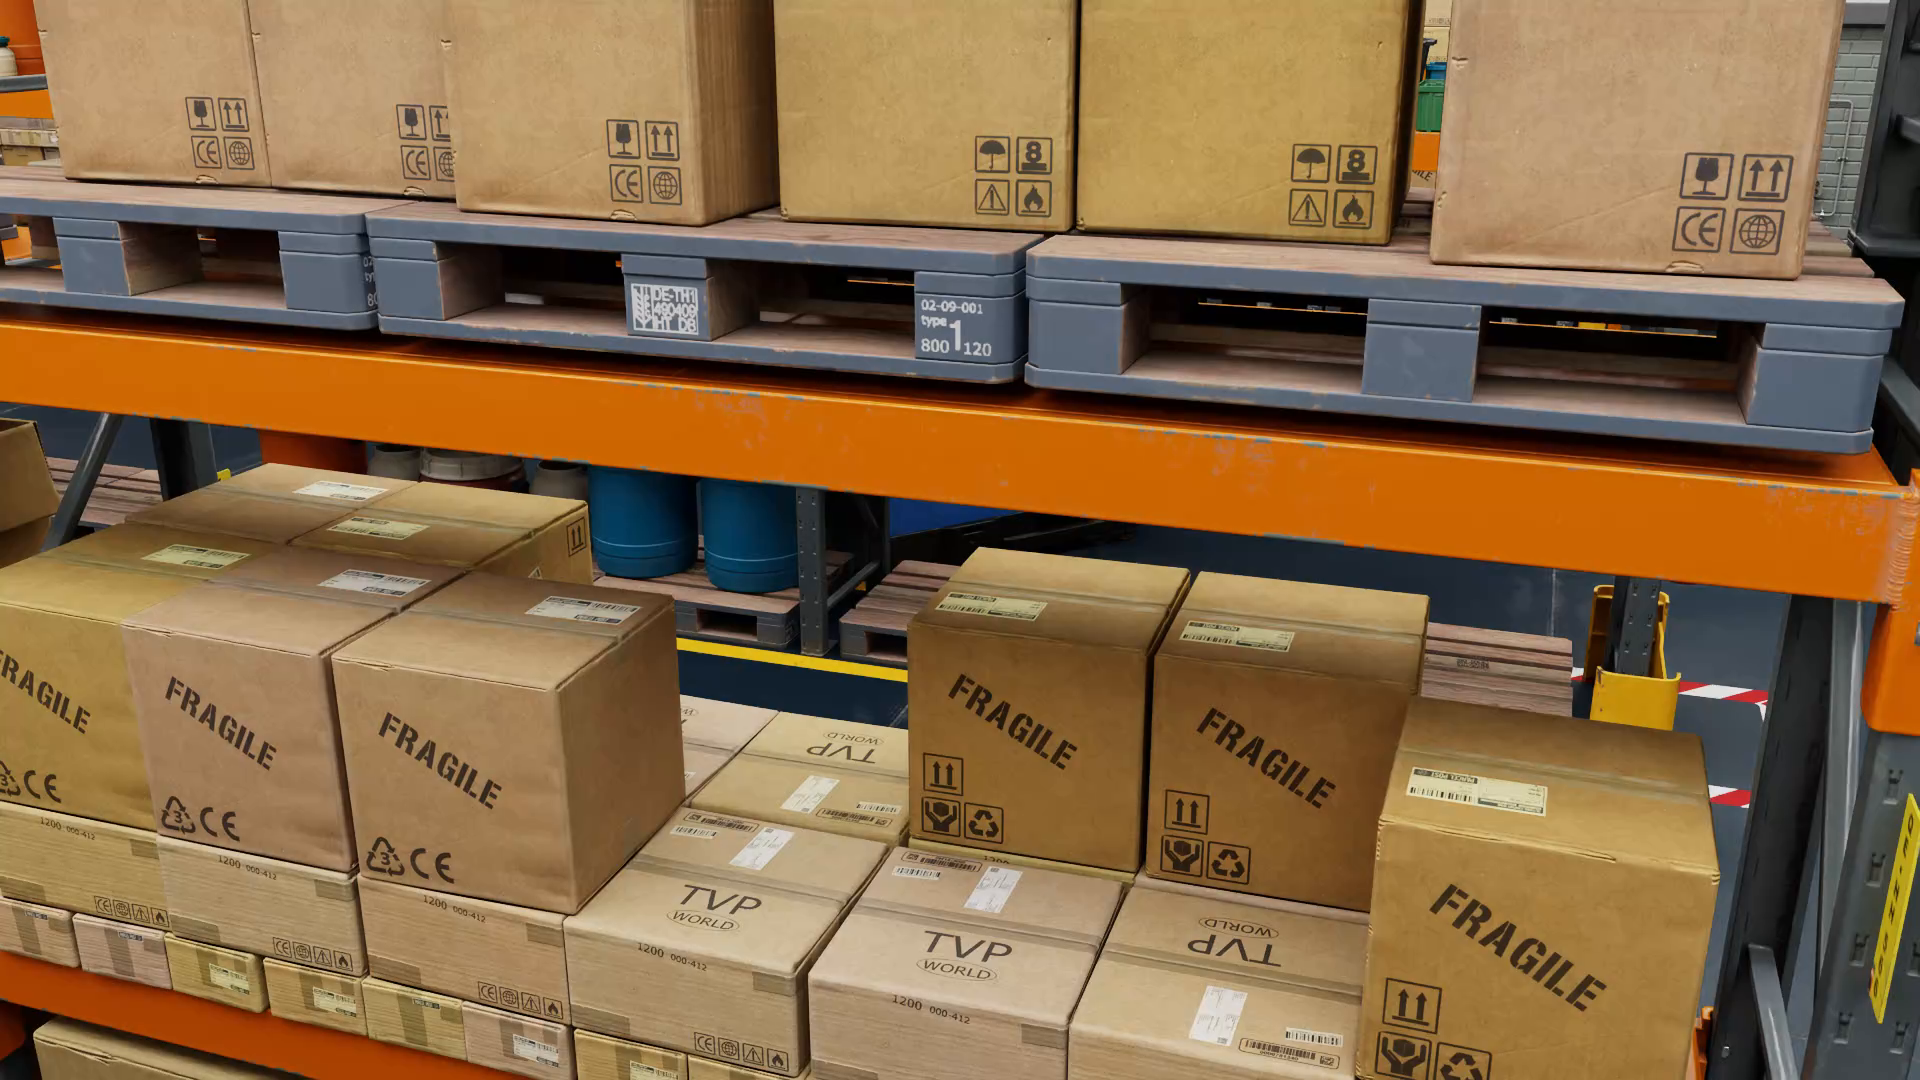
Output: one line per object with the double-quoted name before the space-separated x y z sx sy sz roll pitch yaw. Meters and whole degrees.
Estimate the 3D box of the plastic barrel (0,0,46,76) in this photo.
"plastic barrel" -5.723 -3.230 10.076 0.708 0.830 0.600 7 20 18

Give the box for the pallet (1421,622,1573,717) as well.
"pallet" 2.390 0.696 8.260 1.213 0.211 1.003 7 20 18

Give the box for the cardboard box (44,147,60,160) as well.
"cardboard box" -8.428 -3.614 16.236 0.500 0.500 0.700 7 20 20

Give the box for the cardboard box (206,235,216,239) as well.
"cardboard box" -7.360 -2.809 16.478 0.500 0.500 0.500 7 20 18

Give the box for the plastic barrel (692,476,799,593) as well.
"plastic barrel" -1.130 -0.224 9.211 0.708 0.901 0.600 7 20 18

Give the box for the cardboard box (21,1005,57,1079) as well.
"cardboard box" -2.858 1.330 4.794 0.875 0.875 1.225 7 20 18

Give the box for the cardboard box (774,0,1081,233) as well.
"cardboard box" 0.026 -0.868 3.009 0.500 0.500 0.700 5 20 14

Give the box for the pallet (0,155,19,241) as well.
"pallet" -3.130 -0.822 4.110 1.217 0.209 0.805 6 20 16

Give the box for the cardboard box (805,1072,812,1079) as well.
"cardboard box" -0.124 1.065 3.346 0.250 0.149 0.380 7 20 18

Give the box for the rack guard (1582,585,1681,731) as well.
"rack guard" 3.183 0.659 7.927 0.348 0.500 1.175 7 20 18

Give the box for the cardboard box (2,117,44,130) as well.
"cardboard box" -8.867 -4.278 16.170 0.500 0.500 0.700 7 20 18

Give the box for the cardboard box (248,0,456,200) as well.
"cardboard box" -0.982 -0.996 3.377 0.500 0.500 0.700 8 21 21

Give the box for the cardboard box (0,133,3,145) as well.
"cardboard box" -9.305 -3.949 16.211 0.250 0.149 0.380 6 20 17

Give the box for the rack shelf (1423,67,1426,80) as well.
"rack shelf" 2.896 -3.353 12.173 4.000 0.370 1.077 7 20 18

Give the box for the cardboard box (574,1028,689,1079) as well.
"cardboard box" -0.604 1.010 3.504 0.250 0.149 0.380 6 20 16

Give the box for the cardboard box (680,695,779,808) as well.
"cardboard box" -0.772 0.595 4.089 0.500 0.250 0.500 7 20 19

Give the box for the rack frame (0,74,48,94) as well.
"rack frame" -2.247 -2.245 3.345 0.127 3.000 1.000 7 20 18

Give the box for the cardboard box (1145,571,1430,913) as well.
"cardboard box" 0.694 0.406 3.490 0.500 0.500 0.500 6 20 17

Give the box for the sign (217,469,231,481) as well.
"sign" -2.067 -0.031 4.672 0.005 0.325 0.100 7 20 18

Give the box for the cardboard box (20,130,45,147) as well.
"cardboard box" -8.811 -3.894 16.052 0.250 0.149 0.380 6 20 17

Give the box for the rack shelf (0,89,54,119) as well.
"rack shelf" -6.290 -2.677 10.234 4.000 0.370 1.077 7 20 18

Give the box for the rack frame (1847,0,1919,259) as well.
"rack frame" 1.531 -1.813 2.106 0.127 3.000 1.000 7 20 18

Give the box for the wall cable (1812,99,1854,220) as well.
"wall cable" 7.928 -4.236 16.628 1.851 1.984 0.084 7 20 18

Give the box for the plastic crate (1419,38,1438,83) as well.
"plastic crate" 1.804 -2.158 7.746 0.767 0.338 0.504 7 20 18

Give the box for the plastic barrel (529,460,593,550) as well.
"plastic barrel" -2.303 -0.205 9.749 0.421 0.512 0.421 0 19 0

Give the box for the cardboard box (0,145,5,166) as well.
"cardboard box" -9.394 -3.726 16.555 0.500 0.500 0.700 7 20 19

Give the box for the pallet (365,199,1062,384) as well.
"pallet" -0.329 -0.563 3.211 1.213 0.211 1.003 7 20 18

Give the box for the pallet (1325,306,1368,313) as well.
"pallet" 4.478 -2.478 17.364 1.213 0.211 1.003 7 20 18

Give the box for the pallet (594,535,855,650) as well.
"pallet" -1.337 0.268 9.486 1.213 0.211 1.003 7 20 18

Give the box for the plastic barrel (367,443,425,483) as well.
"plastic barrel" -3.370 -0.327 10.099 0.421 0.512 0.421 0 19 0

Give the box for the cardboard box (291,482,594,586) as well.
"cardboard box" -1.253 0.186 4.122 0.500 0.500 0.500 7 20 19

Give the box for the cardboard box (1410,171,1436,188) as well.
"cardboard box" 3.306 -2.651 11.952 0.500 0.500 0.500 7 20 20

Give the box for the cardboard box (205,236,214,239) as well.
"cardboard box" -7.528 -2.650 16.021 0.500 0.500 0.500 7 20 18

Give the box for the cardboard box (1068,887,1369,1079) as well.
"cardboard box" 0.507 0.925 3.140 0.500 0.250 0.500 6 20 17

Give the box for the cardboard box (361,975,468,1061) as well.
"cardboard box" -1.089 0.954 3.664 0.250 0.149 0.380 6 20 17

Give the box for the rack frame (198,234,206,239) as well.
"rack frame" -4.400 -1.384 9.990 0.127 3.000 1.000 7 20 18

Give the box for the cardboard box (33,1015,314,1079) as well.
"cardboard box" -1.650 1.489 4.337 0.875 0.875 0.875 7 20 18

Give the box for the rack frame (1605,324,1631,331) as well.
"rack frame" 4.786 -2.060 11.928 0.127 3.000 1.000 7 20 18

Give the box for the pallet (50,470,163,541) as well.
"pallet" -5.119 -0.163 10.724 1.213 0.211 1.003 7 20 18

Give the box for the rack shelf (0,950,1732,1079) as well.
"rack shelf" -0.358 1.144 3.831 4.000 0.370 1.077 7 20 18

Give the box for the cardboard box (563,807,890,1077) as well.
"cardboard box" -0.467 0.816 3.455 0.500 0.250 0.500 7 20 18

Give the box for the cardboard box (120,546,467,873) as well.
"cardboard box" -1.416 0.351 3.649 0.500 0.500 0.500 7 20 18

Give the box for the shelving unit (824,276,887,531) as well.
"shelving unit" -0.704 -0.805 9.625 0.503 2.100 0.431 4 20 11

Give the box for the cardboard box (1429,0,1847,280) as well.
"cardboard box" 1.022 -0.729 2.611 0.500 0.500 0.700 5 20 15

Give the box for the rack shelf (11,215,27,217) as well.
"rack shelf" -8.439 -3.232 16.385 4.000 0.370 1.077 7 20 18

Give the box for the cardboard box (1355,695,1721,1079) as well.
"cardboard box" 0.985 0.625 2.862 0.500 0.500 0.500 7 20 19

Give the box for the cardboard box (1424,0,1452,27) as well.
"cardboard box" 3.273 -3.727 11.622 0.500 0.250 0.500 7 20 18

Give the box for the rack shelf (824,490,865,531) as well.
"rack shelf" -0.705 -0.132 9.861 0.480 0.518 0.431 4 20 11

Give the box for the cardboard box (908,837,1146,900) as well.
"cardboard box" 0.200 0.705 3.772 0.500 0.250 0.500 6 20 16

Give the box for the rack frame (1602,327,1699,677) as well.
"rack frame" 3.157 -0.520 7.511 0.127 3.000 1.000 7 20 18

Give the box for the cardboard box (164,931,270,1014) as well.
"cardboard box" -1.580 0.899 3.823 0.250 0.149 0.380 7 20 20

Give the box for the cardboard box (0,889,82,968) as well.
"cardboard box" -2.077 0.842 3.985 0.250 0.149 0.380 7 20 18

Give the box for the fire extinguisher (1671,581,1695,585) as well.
"fire extinguisher" 3.150 -0.150 7.133 0.183 0.674 0.296 7 20 18

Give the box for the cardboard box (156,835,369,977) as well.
"cardboard box" -1.421 0.706 3.770 0.500 0.250 0.500 6 20 18

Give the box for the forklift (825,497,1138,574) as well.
"forklift" 0.539 -1.491 10.400 3.031 2.935 1.130 -11 22 -29
